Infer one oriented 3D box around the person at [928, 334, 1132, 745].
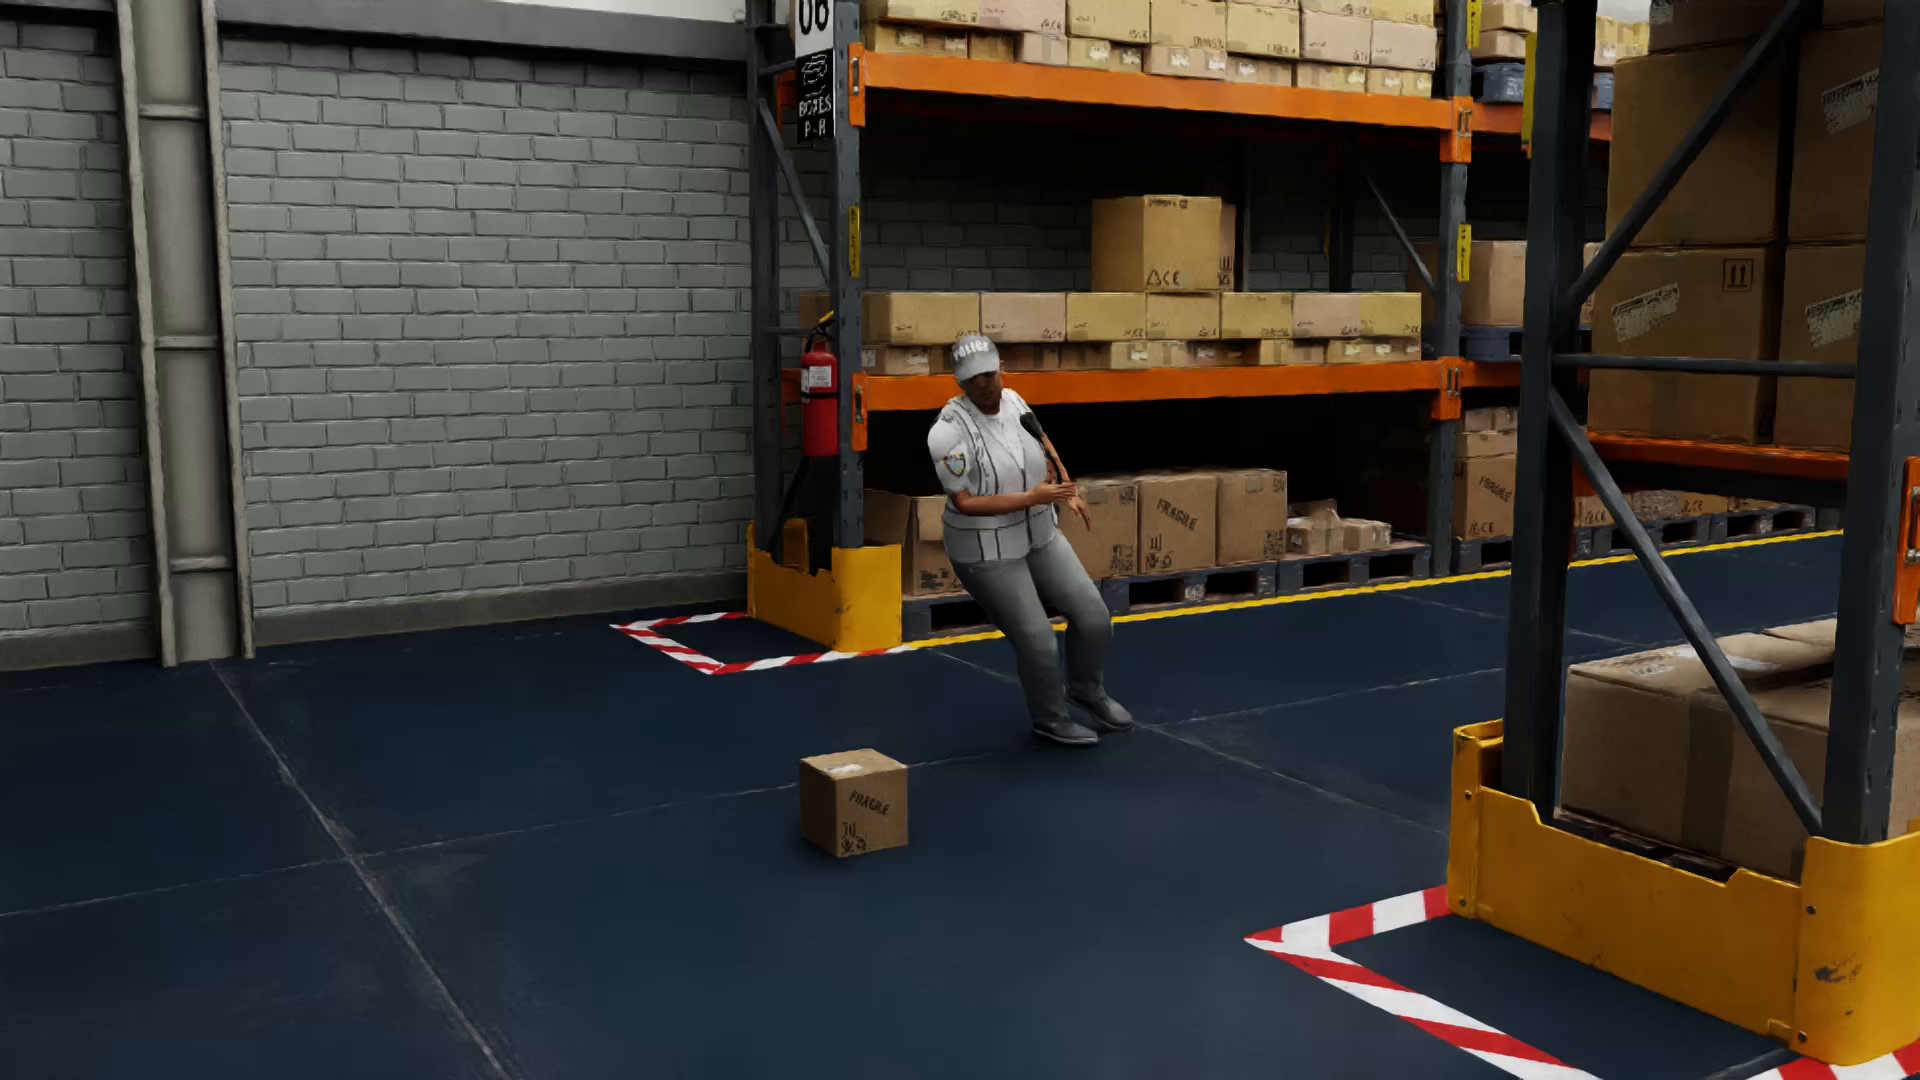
[{"bbox_3d":[0.297,0.014,6.112,0.890,1.541,0.562,-7,11,-39],"label":"person"}]
